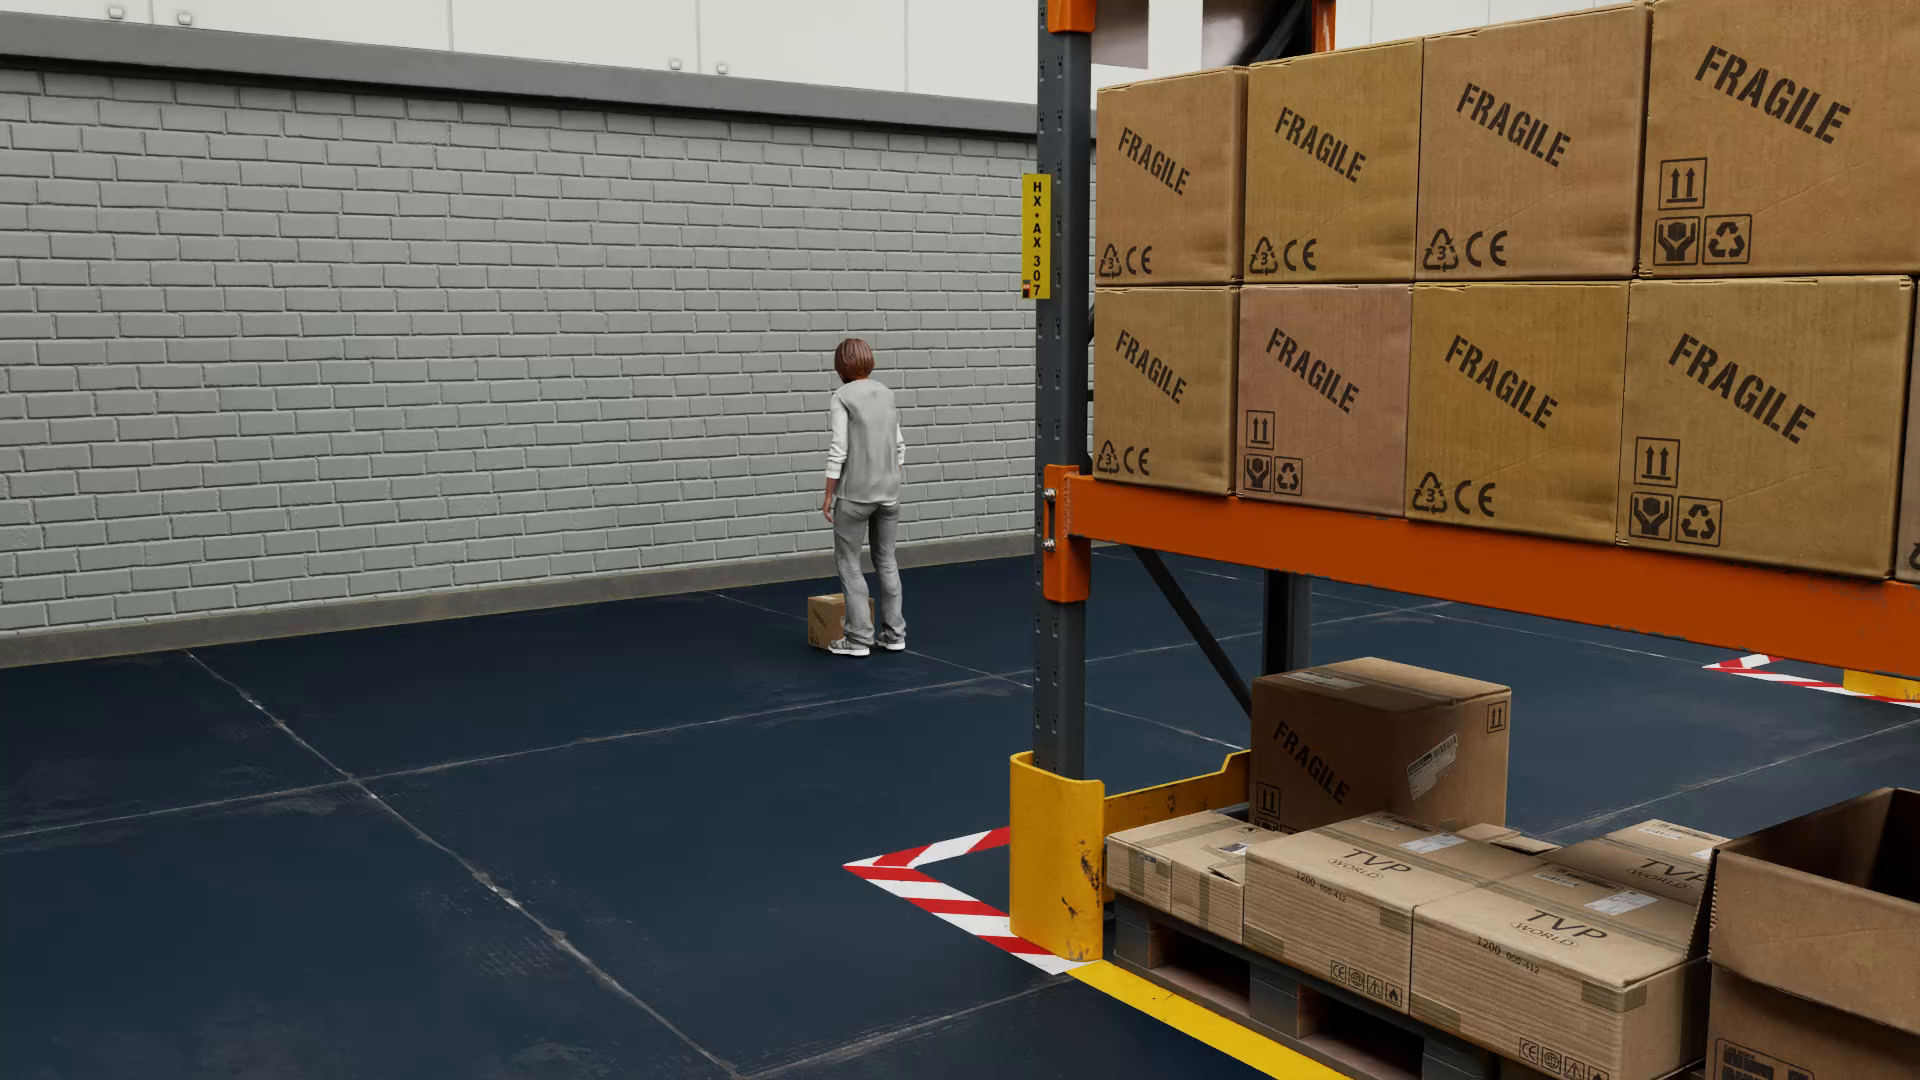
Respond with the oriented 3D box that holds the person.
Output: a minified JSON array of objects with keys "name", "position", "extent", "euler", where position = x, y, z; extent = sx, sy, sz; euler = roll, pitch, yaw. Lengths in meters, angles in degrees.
[{"name":"person","position":[-0.476,-0.214,8.372],"extent":[0.482,1.594,0.341],"euler":[-6,10,-38]}]
